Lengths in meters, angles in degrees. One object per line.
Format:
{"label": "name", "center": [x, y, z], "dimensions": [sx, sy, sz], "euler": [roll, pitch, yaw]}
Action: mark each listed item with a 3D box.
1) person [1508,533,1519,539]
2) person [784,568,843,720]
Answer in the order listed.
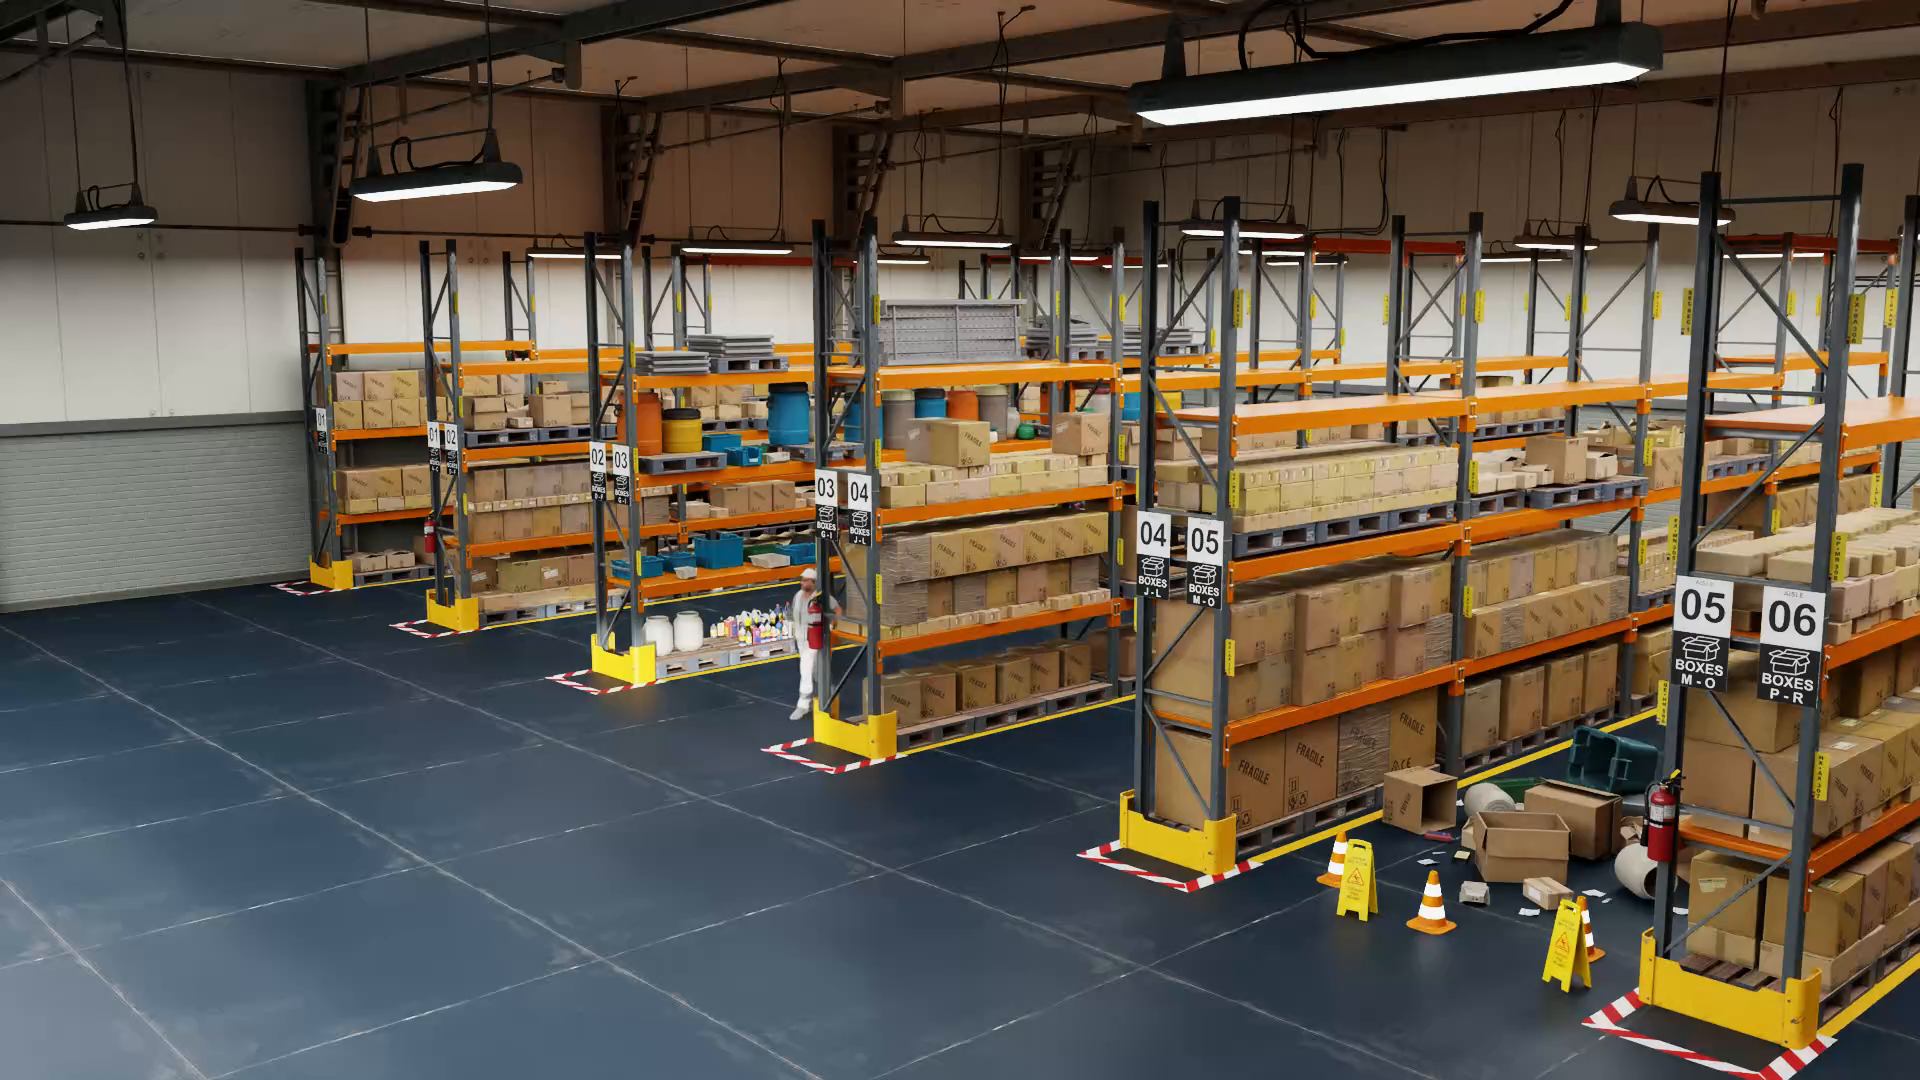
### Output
{"label": "person", "center": [8.483, 0.671, 25.459], "dimensions": [0.525, 1.568, 0.822], "euler": [6, 10, 36]}
{"label": "person", "center": [-1.863, 1.240, 20.526], "dimensions": [0.646, 1.800, 0.905], "euler": [8, 11, 43]}
